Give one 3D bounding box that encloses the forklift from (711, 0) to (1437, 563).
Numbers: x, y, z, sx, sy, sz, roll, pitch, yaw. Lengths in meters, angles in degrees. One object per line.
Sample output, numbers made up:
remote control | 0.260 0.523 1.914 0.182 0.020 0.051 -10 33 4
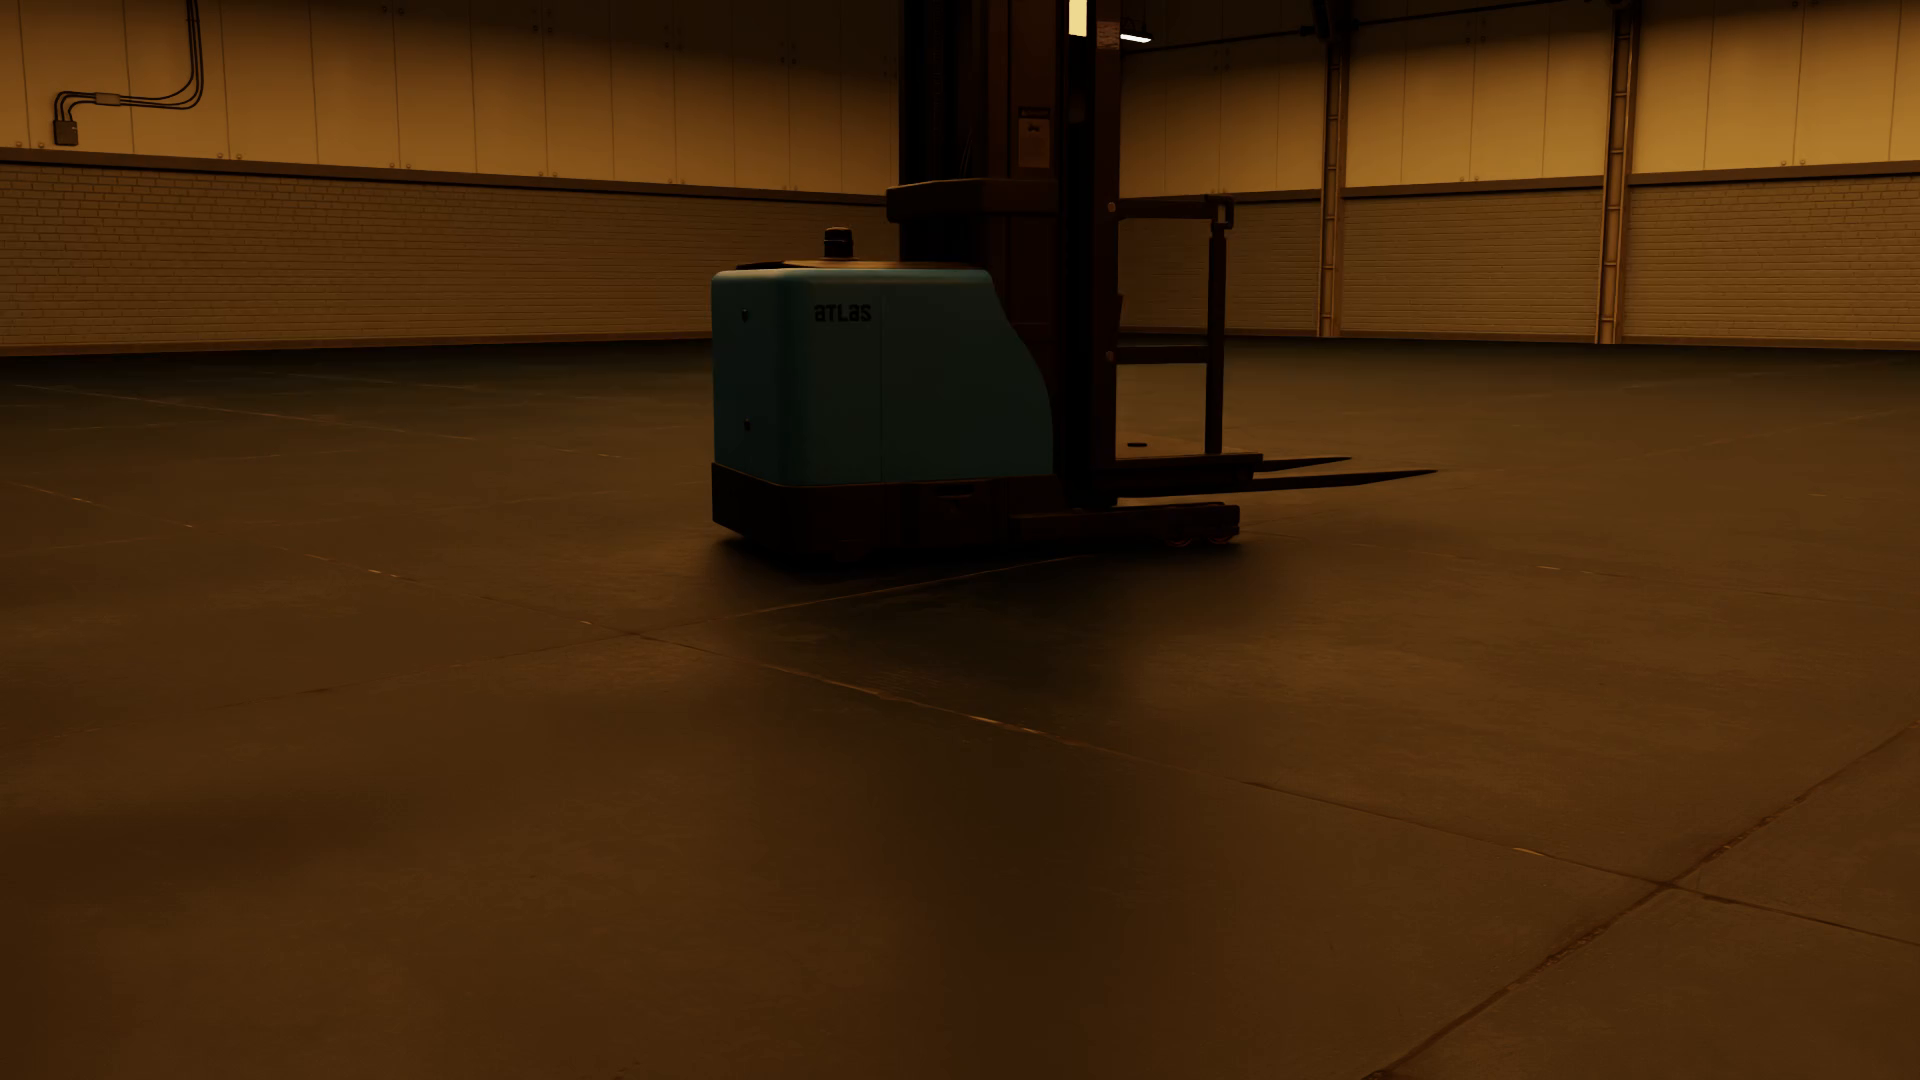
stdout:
forklift | 0.559 -1.486 6.742 3.031 2.935 1.130 -4 9 -23
